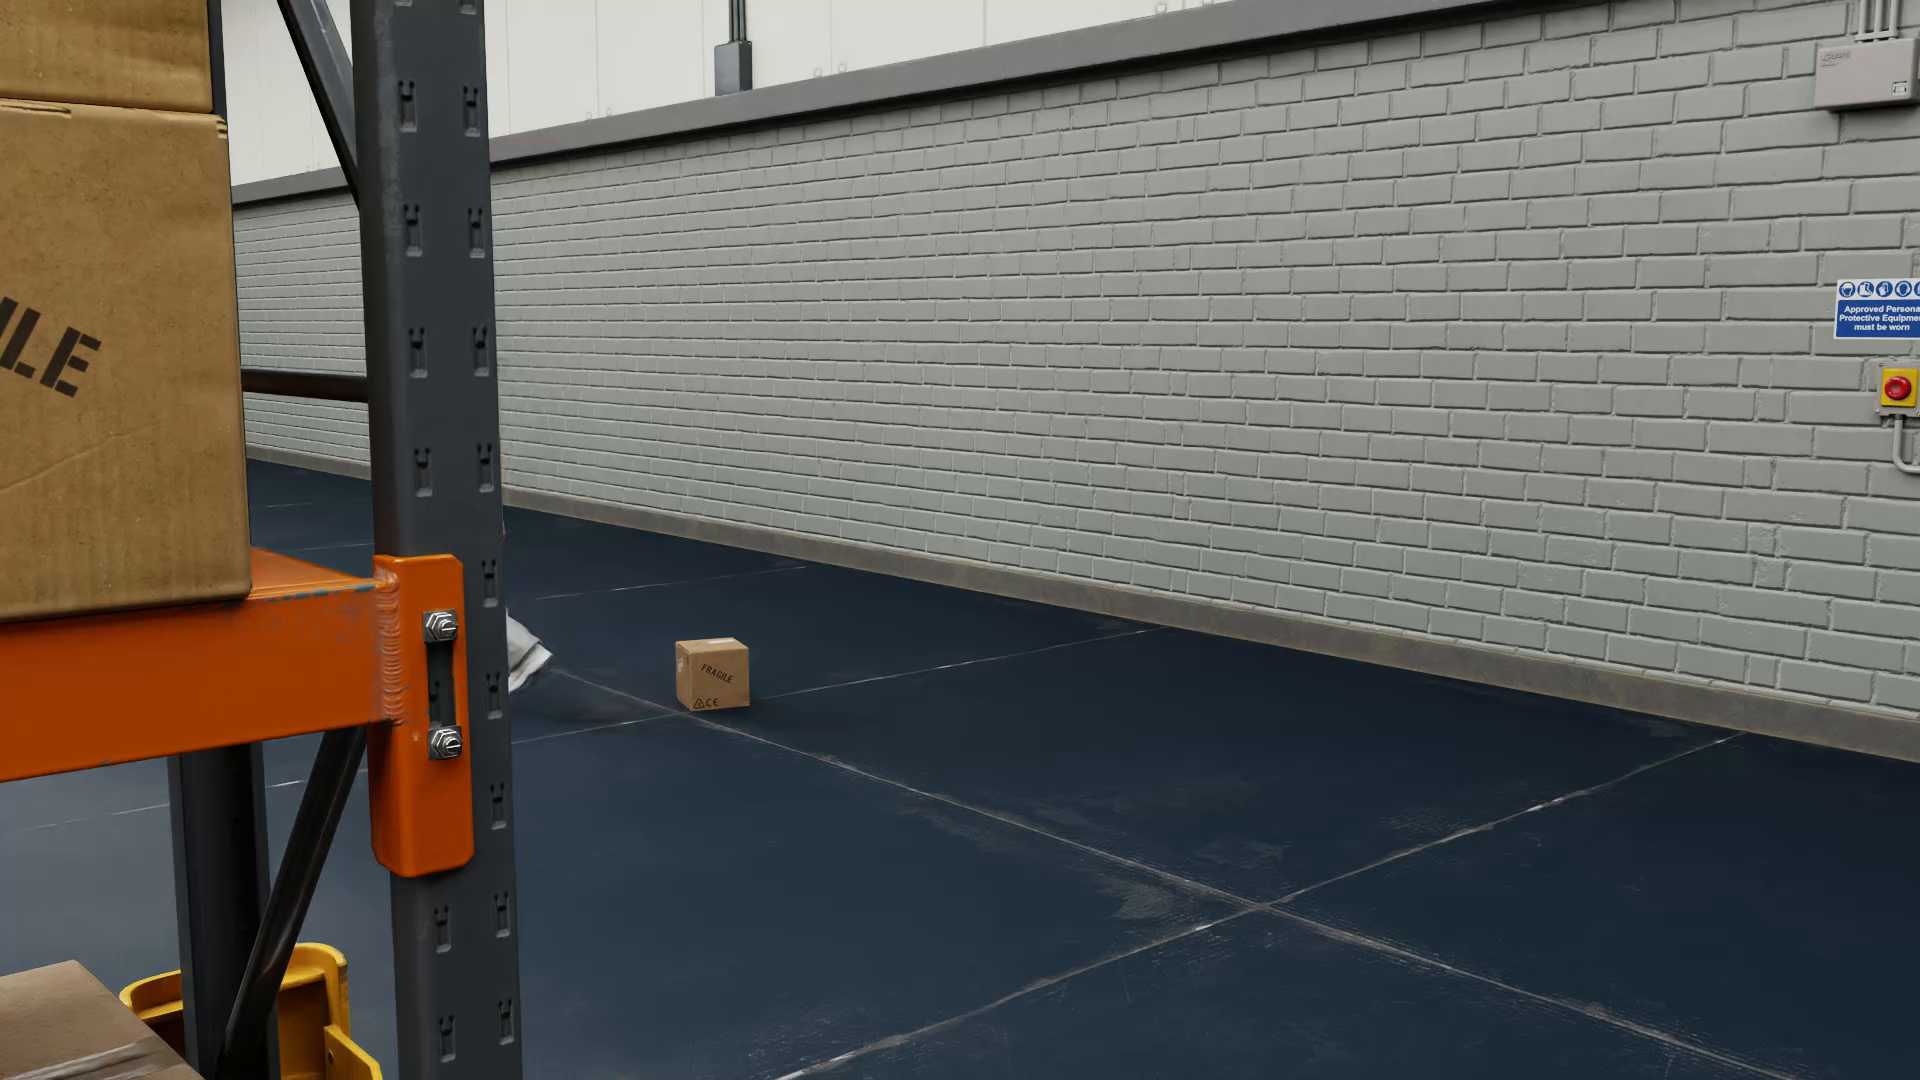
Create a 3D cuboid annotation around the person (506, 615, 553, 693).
[{"bbox_3d":[-2.114,-0.142,6.829,0.995,1.615,0.447,2,8,15],"label":"person"}]
